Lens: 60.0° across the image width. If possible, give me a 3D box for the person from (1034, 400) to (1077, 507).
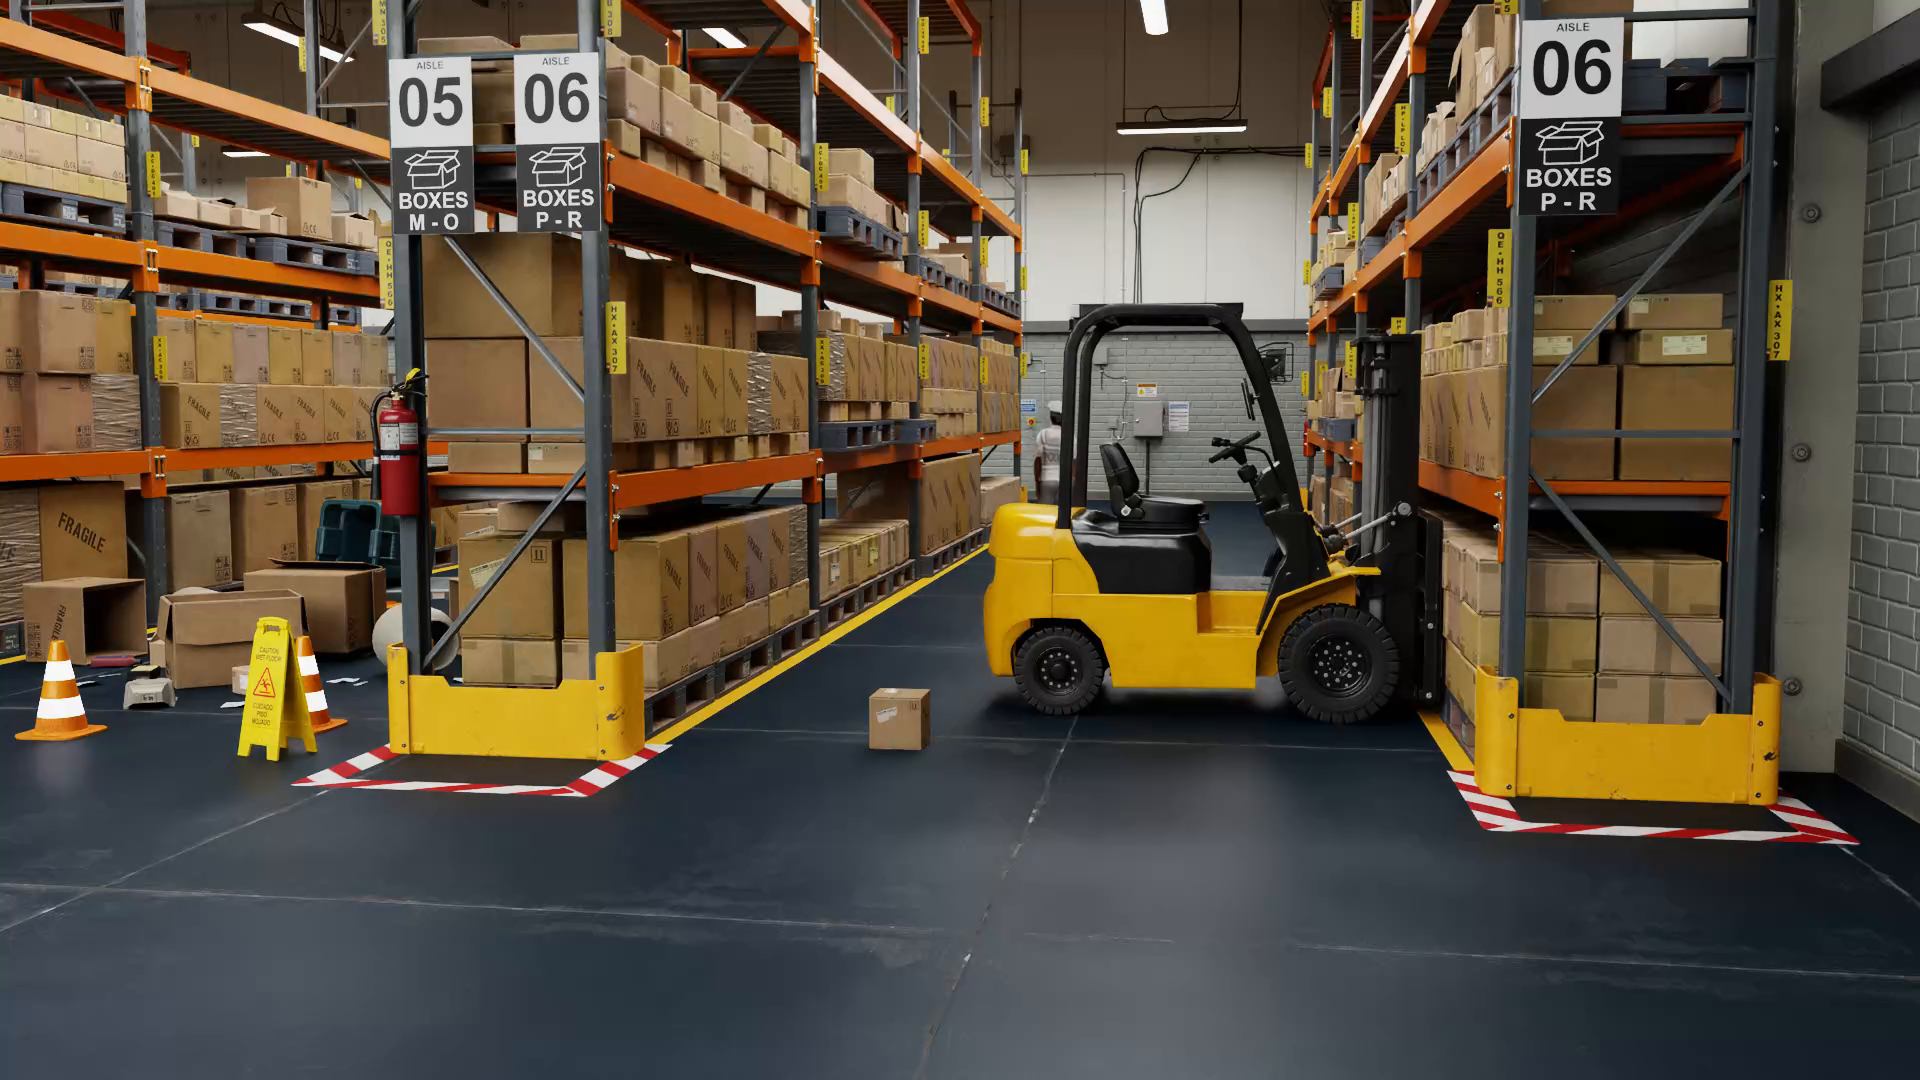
[{"bbox_3d":[0.976,-0.573,16.726,0.460,1.663,0.722,1,5,10],"label":"person"}]
